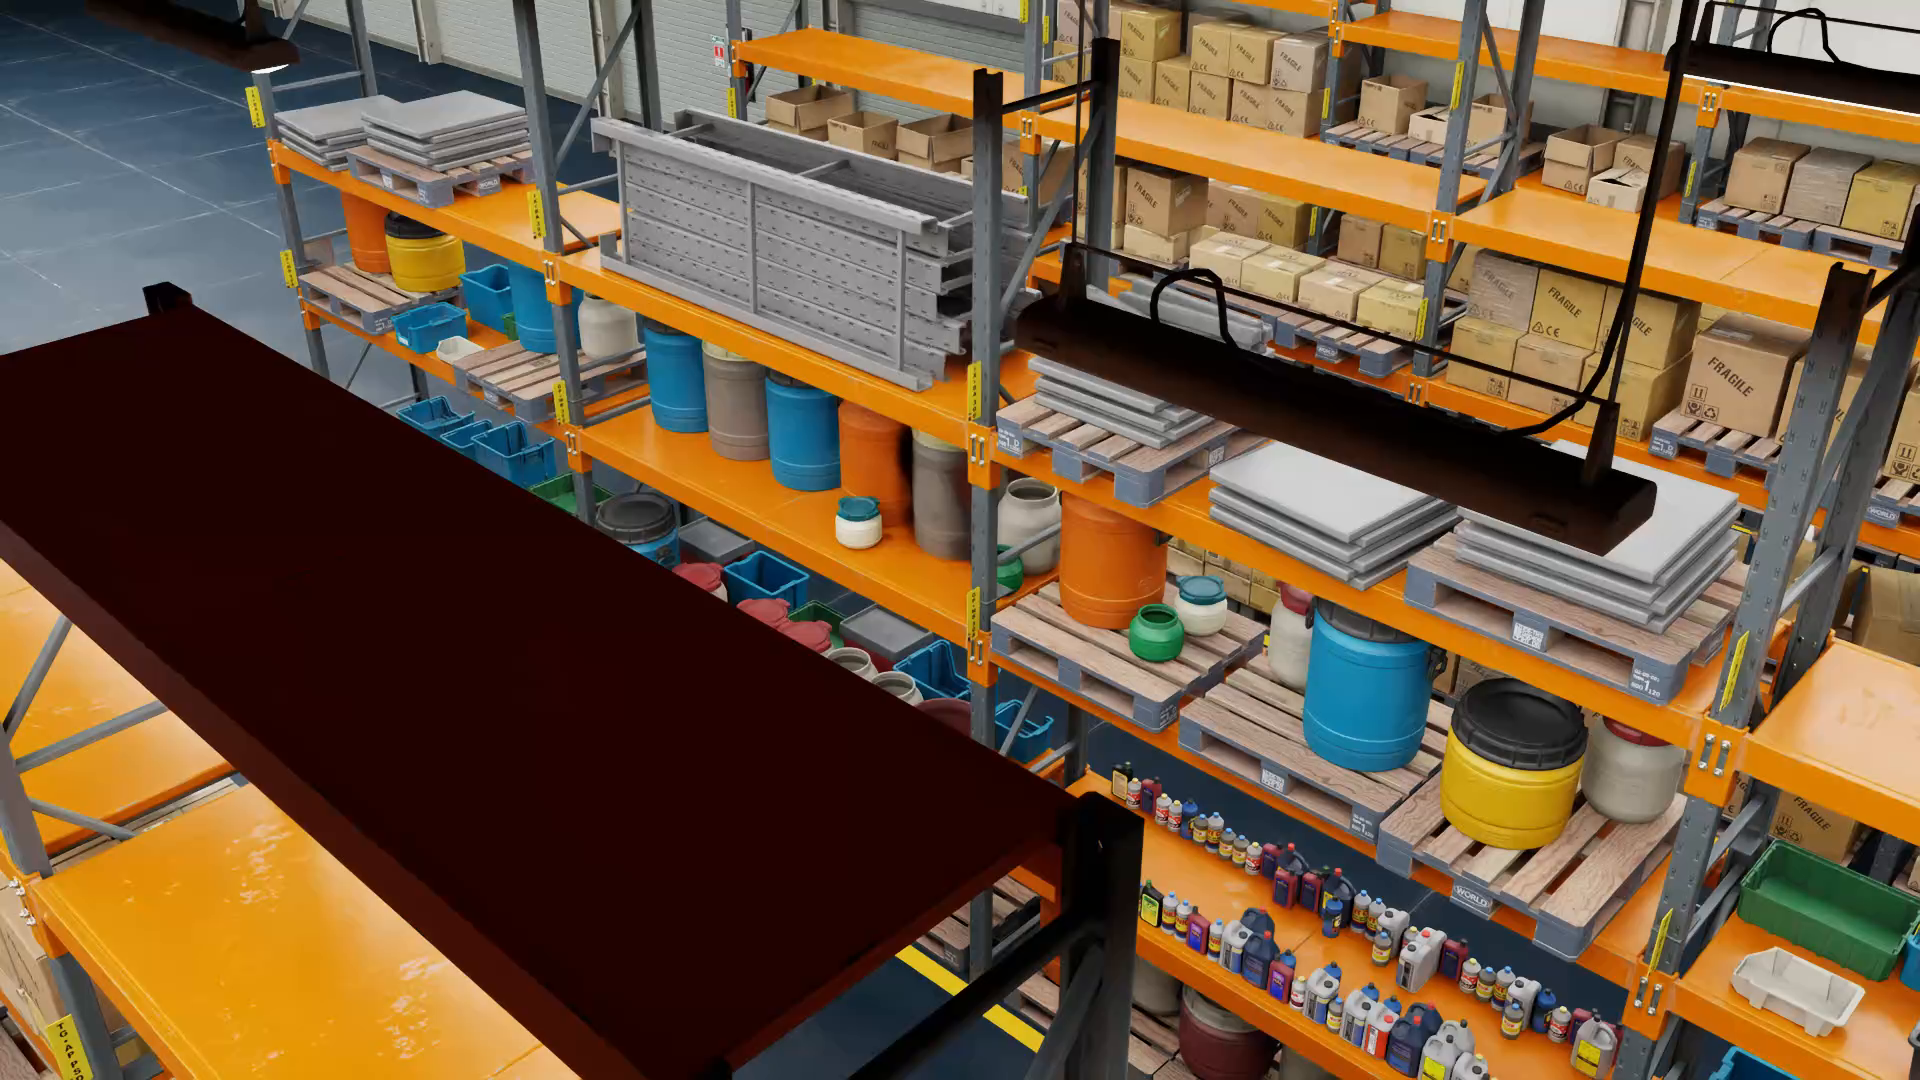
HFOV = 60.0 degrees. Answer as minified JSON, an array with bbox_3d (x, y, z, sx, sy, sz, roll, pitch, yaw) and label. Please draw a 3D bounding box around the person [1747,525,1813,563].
[{"bbox_3d":[6.922,0.246,14.042,0.676,1.812,0.821,-24,37,-35],"label":"person"}]
